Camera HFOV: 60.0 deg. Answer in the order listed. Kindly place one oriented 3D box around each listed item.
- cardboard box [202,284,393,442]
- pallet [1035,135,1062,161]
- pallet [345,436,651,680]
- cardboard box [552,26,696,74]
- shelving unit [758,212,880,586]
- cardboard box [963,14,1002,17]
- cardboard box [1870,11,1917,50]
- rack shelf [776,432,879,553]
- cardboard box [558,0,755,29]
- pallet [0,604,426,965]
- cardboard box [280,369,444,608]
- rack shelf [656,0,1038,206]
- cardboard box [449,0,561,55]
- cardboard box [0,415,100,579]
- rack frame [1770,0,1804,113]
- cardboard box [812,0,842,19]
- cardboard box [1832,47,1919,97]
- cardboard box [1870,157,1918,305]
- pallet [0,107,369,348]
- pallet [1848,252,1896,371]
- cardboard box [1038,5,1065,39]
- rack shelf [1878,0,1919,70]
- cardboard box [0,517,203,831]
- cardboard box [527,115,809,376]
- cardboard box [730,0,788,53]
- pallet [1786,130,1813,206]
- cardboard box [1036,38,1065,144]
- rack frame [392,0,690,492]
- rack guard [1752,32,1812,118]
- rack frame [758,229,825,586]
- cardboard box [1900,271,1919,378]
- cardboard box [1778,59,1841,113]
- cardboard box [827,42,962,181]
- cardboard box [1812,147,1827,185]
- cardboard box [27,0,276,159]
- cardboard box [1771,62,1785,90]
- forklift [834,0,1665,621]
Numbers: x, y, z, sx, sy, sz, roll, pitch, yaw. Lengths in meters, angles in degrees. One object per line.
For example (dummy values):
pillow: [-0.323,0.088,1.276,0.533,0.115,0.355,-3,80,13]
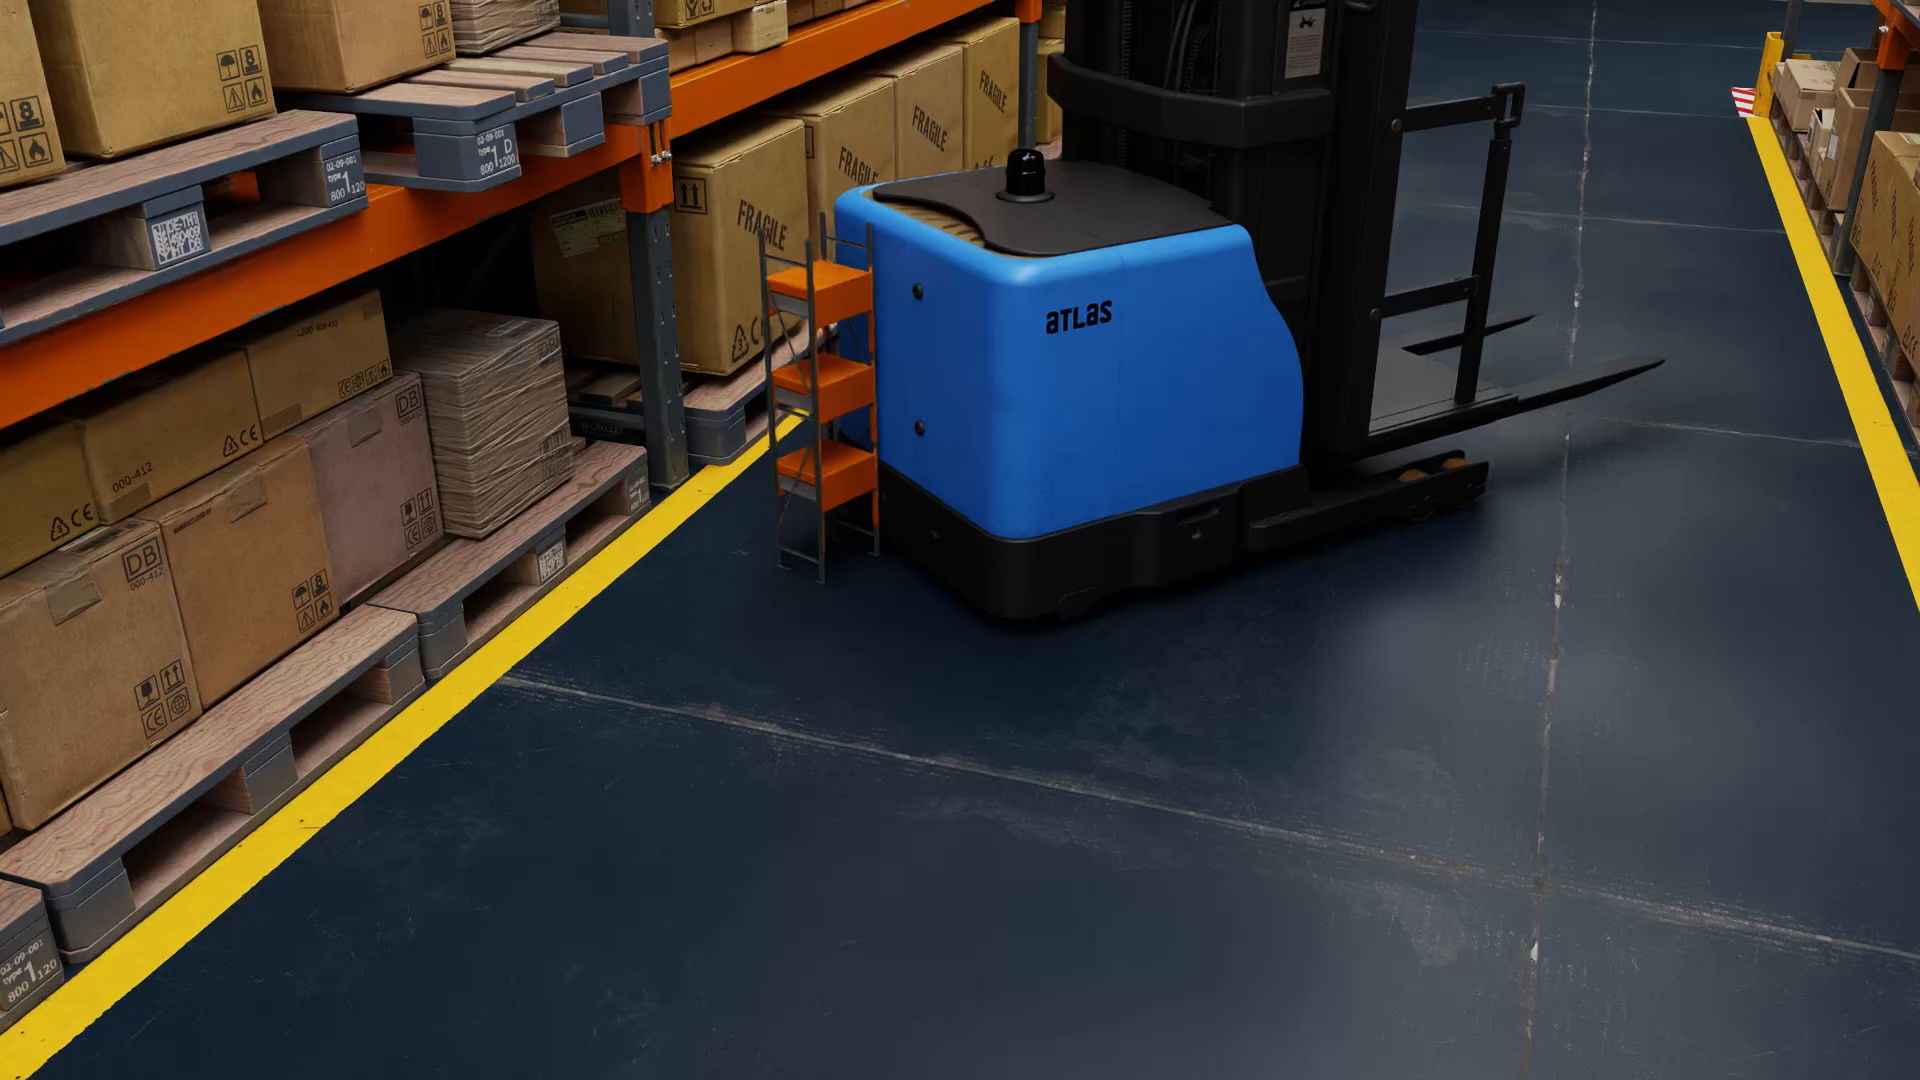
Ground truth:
cardboard box: [-1.854,-0.490,4.323,0.500,0.250,0.500,9,27,18]
pallet: [0.243,-2.298,9.754,1.003,0.211,1.213,9,27,17]
pallet: [-1.676,-0.032,5.074,1.003,0.211,1.213,9,27,17]
cardboard box: [-1.087,-1.606,5.390,0.380,0.149,0.250,8,27,17]
shelving unit: [-0.404,-0.405,4.882,0.215,1.050,0.252,20,32,35]
cardboard box: [0.026,-2.870,9.377,0.380,0.149,0.250,9,27,17]
cardboard box: [5.971,-2.993,10.353,0.500,0.500,0.500,9,27,17]
rack shelf: [-0.404,-0.146,5.008,0.215,0.259,0.240,20,32,35]
cardboard box: [-1.012,-1.959,5.374,0.500,0.500,0.500,10,27,19]
pallet: [-2.084,0.467,4.042,1.003,0.211,1.213,9,27,17]
cardboard box: [-1.886,-0.183,4.549,0.700,0.500,0.500,9,27,17]
rack shelf: [-0.749,-2.106,6.984,1.077,0.370,4.000,9,27,17]
cardboard box: [-1.562,-1.657,4.610,0.700,0.500,0.500,6,26,11]
cardboard box: [-2.204,-0.076,3.467,0.500,0.250,0.500,8,27,16]
rack frame: [5.920,-4.179,10.439,1.000,3.000,0.127,9,27,17]
cardboard box: [-0.685,-2.139,6.490,0.380,0.149,0.250,9,27,18]
cardboard box: [5.209,-2.382,9.088,0.797,0.503,0.637,9,27,17]
cardboard box: [4.031,-1.224,6.699,0.500,0.500,0.500,9,27,18]
pallet: [-2.035,-0.702,3.479,1.003,0.211,1.213,9,27,17]
pallet: [4.354,-0.940,6.950,1.003,0.211,1.213,9,27,17]
cardboard box: [0.548,-3.015,9.676,0.380,0.149,0.250,10,27,19]
rack shelf: [3.923,-1.389,5.503,1.077,0.370,4.000,9,27,17]
cardboard box: [-2.184,0.234,3.688,0.700,0.500,0.500,9,27,18]
cardboard box: [-1.046,-1.113,6.091,0.750,0.750,0.750,8,27,17]
cardboard box: [-0.827,-1.805,5.801,0.380,0.149,0.250,10,27,19]
pallet: [5.223,-2.065,9.273,1.003,0.211,1.213,9,27,17]
cardboard box: [0.262,-2.608,9.582,0.700,0.500,0.500,9,27,18]
rack frame: [-1.415,-1.608,5.129,1.000,3.000,0.127,9,27,17]
rack guard: [5.895,-3.023,10.919,1.175,0.500,0.348,9,27,17]
rack frame: [-0.482,-0.364,4.798,0.200,1.050,0.008,20,32,35]
cardboard box: [3.689,-0.812,5.848,0.500,0.500,0.500,8,27,15]
cardboard box: [5.305,-2.752,10.141,0.500,0.250,0.500,9,27,17]
cardboard box: [-0.471,-1.822,7.556,0.750,0.750,0.750,10,27,19]
cardboard box: [4.579,-1.888,8.474,0.380,0.149,0.250,9,27,17]
cardboard box: [-1.956,-1.141,3.546,0.700,0.500,0.500,9,27,17]
cardboard box: [5.456,-2.972,10.712,0.380,0.149,0.250,9,27,17]
forklift: [1.133,-1.559,5.106,3.031,2.935,1.130,-15,30,-28]
